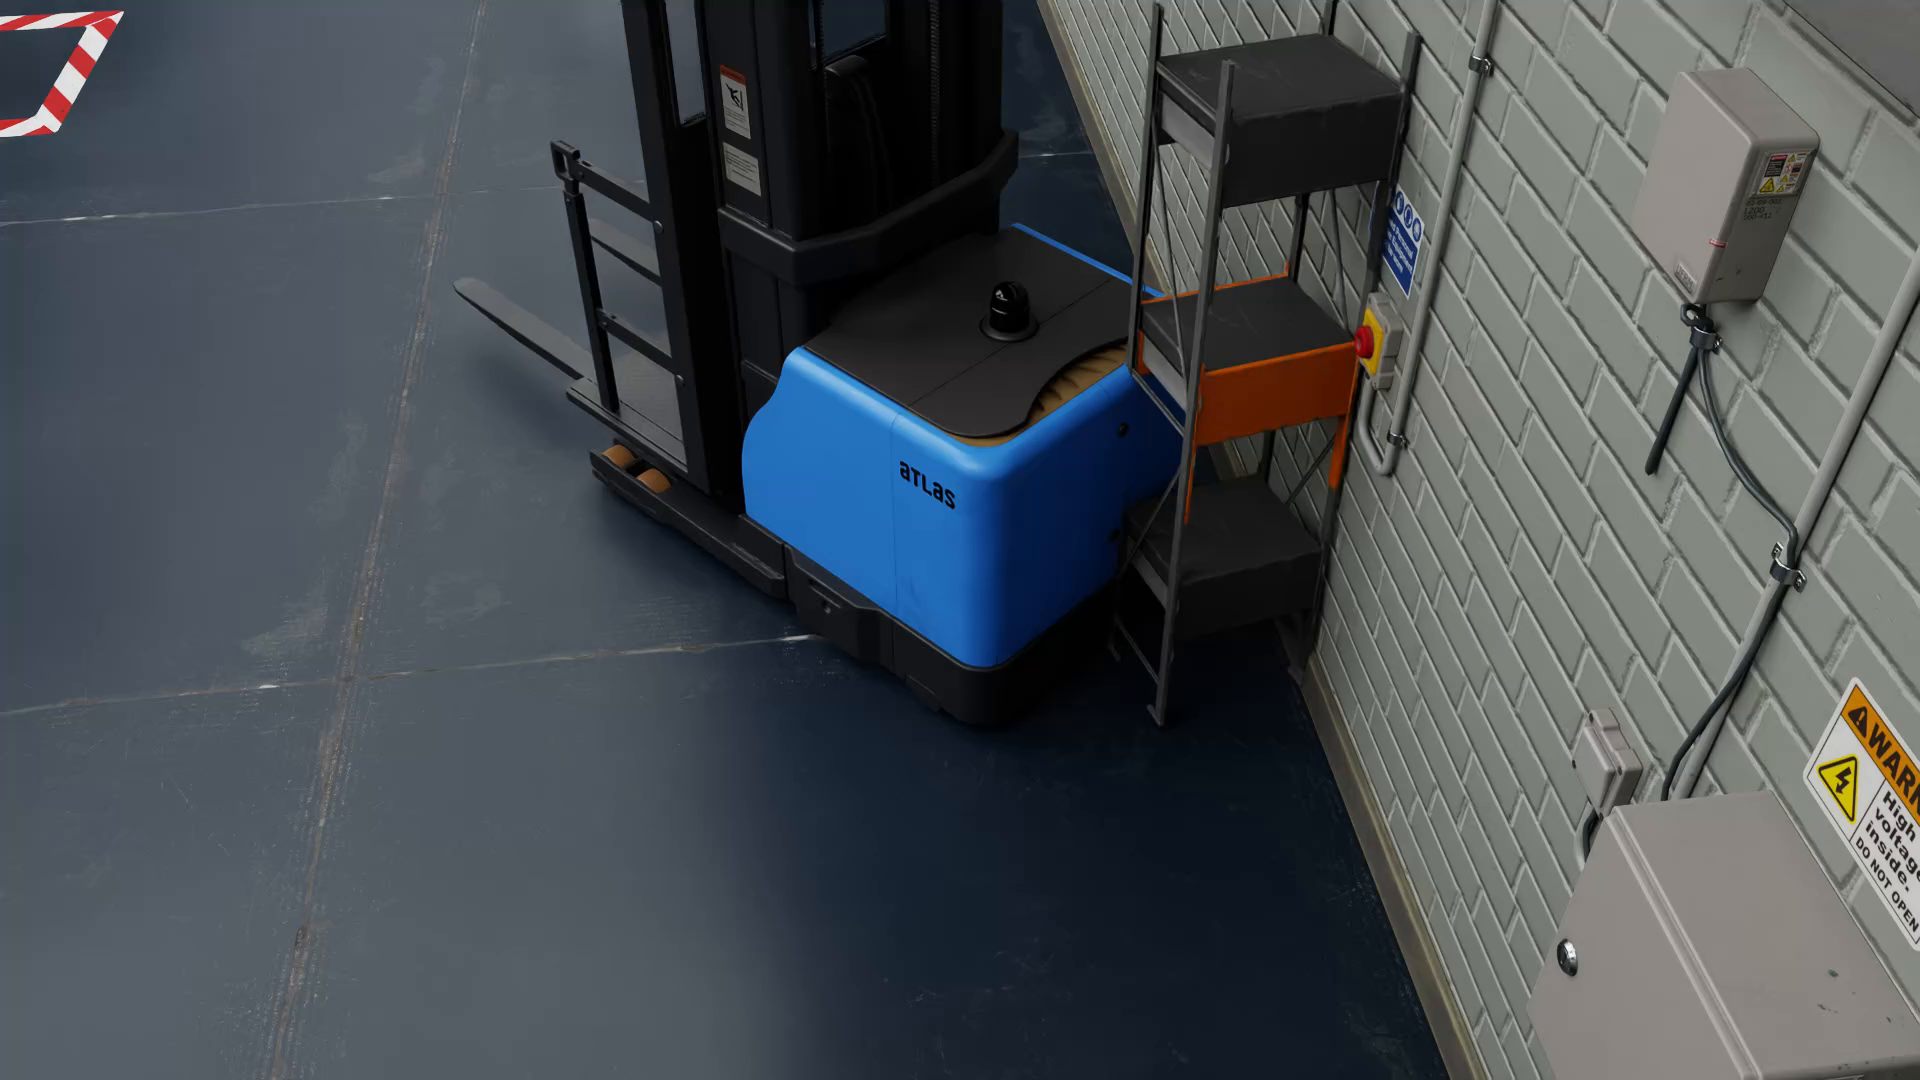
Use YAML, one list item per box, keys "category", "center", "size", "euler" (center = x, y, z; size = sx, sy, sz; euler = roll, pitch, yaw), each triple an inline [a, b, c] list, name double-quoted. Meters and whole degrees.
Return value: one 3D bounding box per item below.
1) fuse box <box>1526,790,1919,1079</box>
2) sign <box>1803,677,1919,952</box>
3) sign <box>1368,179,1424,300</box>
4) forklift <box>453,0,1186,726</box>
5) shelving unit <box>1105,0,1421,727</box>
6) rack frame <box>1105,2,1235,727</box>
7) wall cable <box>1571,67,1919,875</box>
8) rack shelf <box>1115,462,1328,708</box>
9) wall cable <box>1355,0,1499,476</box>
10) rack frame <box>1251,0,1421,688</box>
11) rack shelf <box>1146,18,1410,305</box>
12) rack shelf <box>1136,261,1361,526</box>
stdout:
- category: "fuse box"
  center: [1.166, 1.240, 3.098]
  size: [0.414, 1.711, 0.539]
  euler: [-5, 42, -6]
- category: "sign"
  center: [1.364, 0.400, 2.450]
  size: [0.001, 0.242, 0.339]
  euler: [-5, 42, -6]
- category: "sign"
  center: [1.092, -0.784, 4.178]
  size: [0.001, 0.218, 0.327]
  euler: [-5, 42, -6]
- category: "forklift"
  center: [-0.668, -1.396, 5.110]
  size: [3.031, 2.935, 1.130]
  euler: [32, 51, 31]
- category: "shelving unit"
  center: [0.774, -0.424, 4.625]
  size: [0.503, 2.100, 0.431]
  euler: [-13, 40, -16]
- category: "rack frame"
  center: [0.545, -0.371, 4.559]
  size: [0.015, 2.100, 0.400]
  euler: [-13, 40, -16]
- category: "wall cable"
  center: [1.233, -0.083, 2.844]
  size: [0.122, 1.984, 0.588]
  euler: [-5, 42, -6]
- category: "rack shelf"
  center: [0.773, 0.134, 5.070]
  size: [0.480, 0.518, 0.431]
  euler: [-13, 40, -16]
- category: "wall cable"
  center: [1.038, -1.035, 3.876]
  size: [0.123, 1.953, 0.585]
  euler: [-5, 42, -6]
- category: "rack frame"
  center: [1.002, -0.477, 4.692]
  size: [0.015, 2.100, 0.400]
  euler: [-13, 40, -16]
- category: "rack shelf"
  center: [0.774, -0.960, 4.198]
  size: [0.480, 0.518, 0.431]
  euler: [-13, 40, -16]
- category: "rack shelf"
  center: [0.774, -0.413, 4.634]
  size: [0.480, 0.518, 0.431]
  euler: [-13, 40, -16]
